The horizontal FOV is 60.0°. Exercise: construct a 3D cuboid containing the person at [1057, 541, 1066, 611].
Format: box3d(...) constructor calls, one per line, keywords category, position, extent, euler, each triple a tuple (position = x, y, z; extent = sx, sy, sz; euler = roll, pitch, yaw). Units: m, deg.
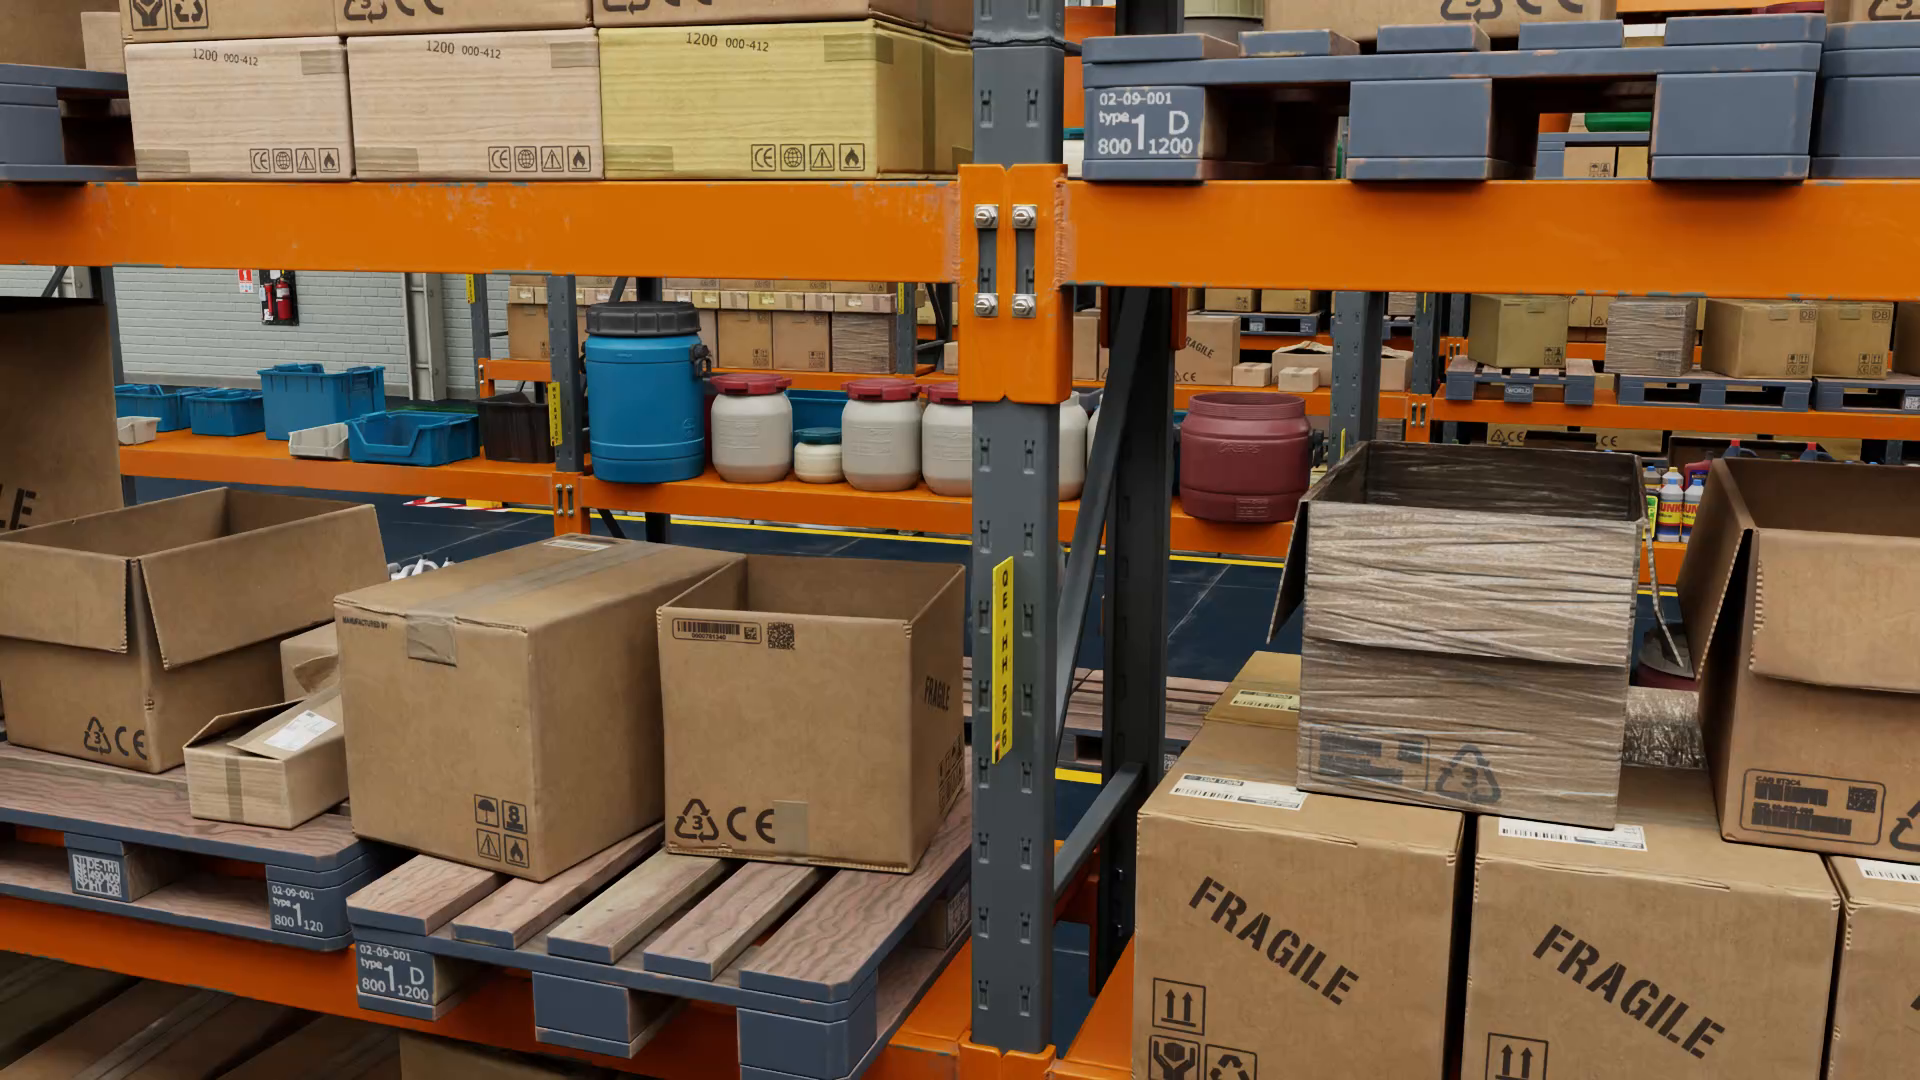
box3d(category="person", position=(0.478, -0.063, 9.888), extent=(0.635, 1.710, 0.487), euler=(-4, 13, -20))
